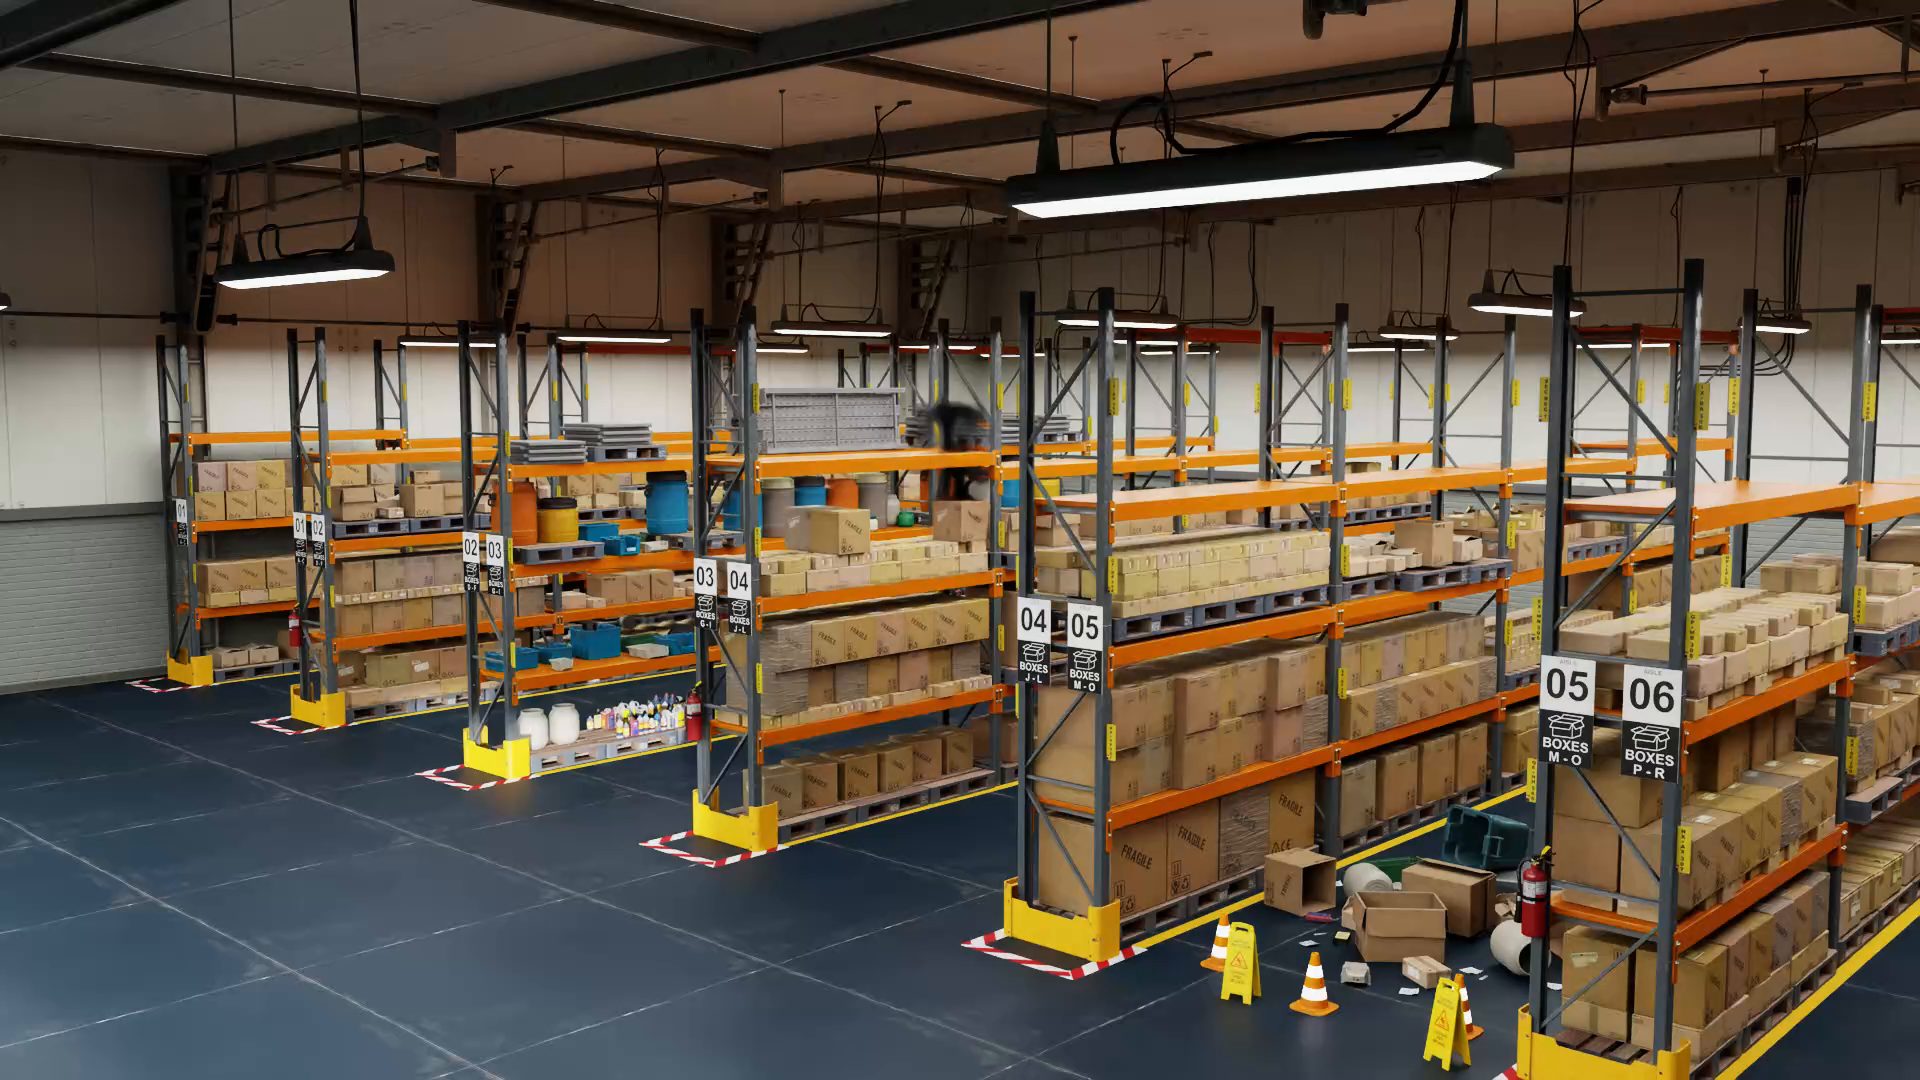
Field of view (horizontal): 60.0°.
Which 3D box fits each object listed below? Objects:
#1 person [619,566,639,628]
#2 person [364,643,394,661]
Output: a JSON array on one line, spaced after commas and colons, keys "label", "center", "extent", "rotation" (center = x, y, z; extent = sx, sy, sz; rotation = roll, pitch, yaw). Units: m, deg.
[{"label": "person", "center": [-6.414, 1.265, 32.189], "extent": [0.653, 1.780, 0.850], "rotation": [5, 7, 43]}, {"label": "person", "center": [-9.800, 1.682, 28.237], "extent": [0.566, 1.688, 0.684], "rotation": [3, 6, 27]}]
